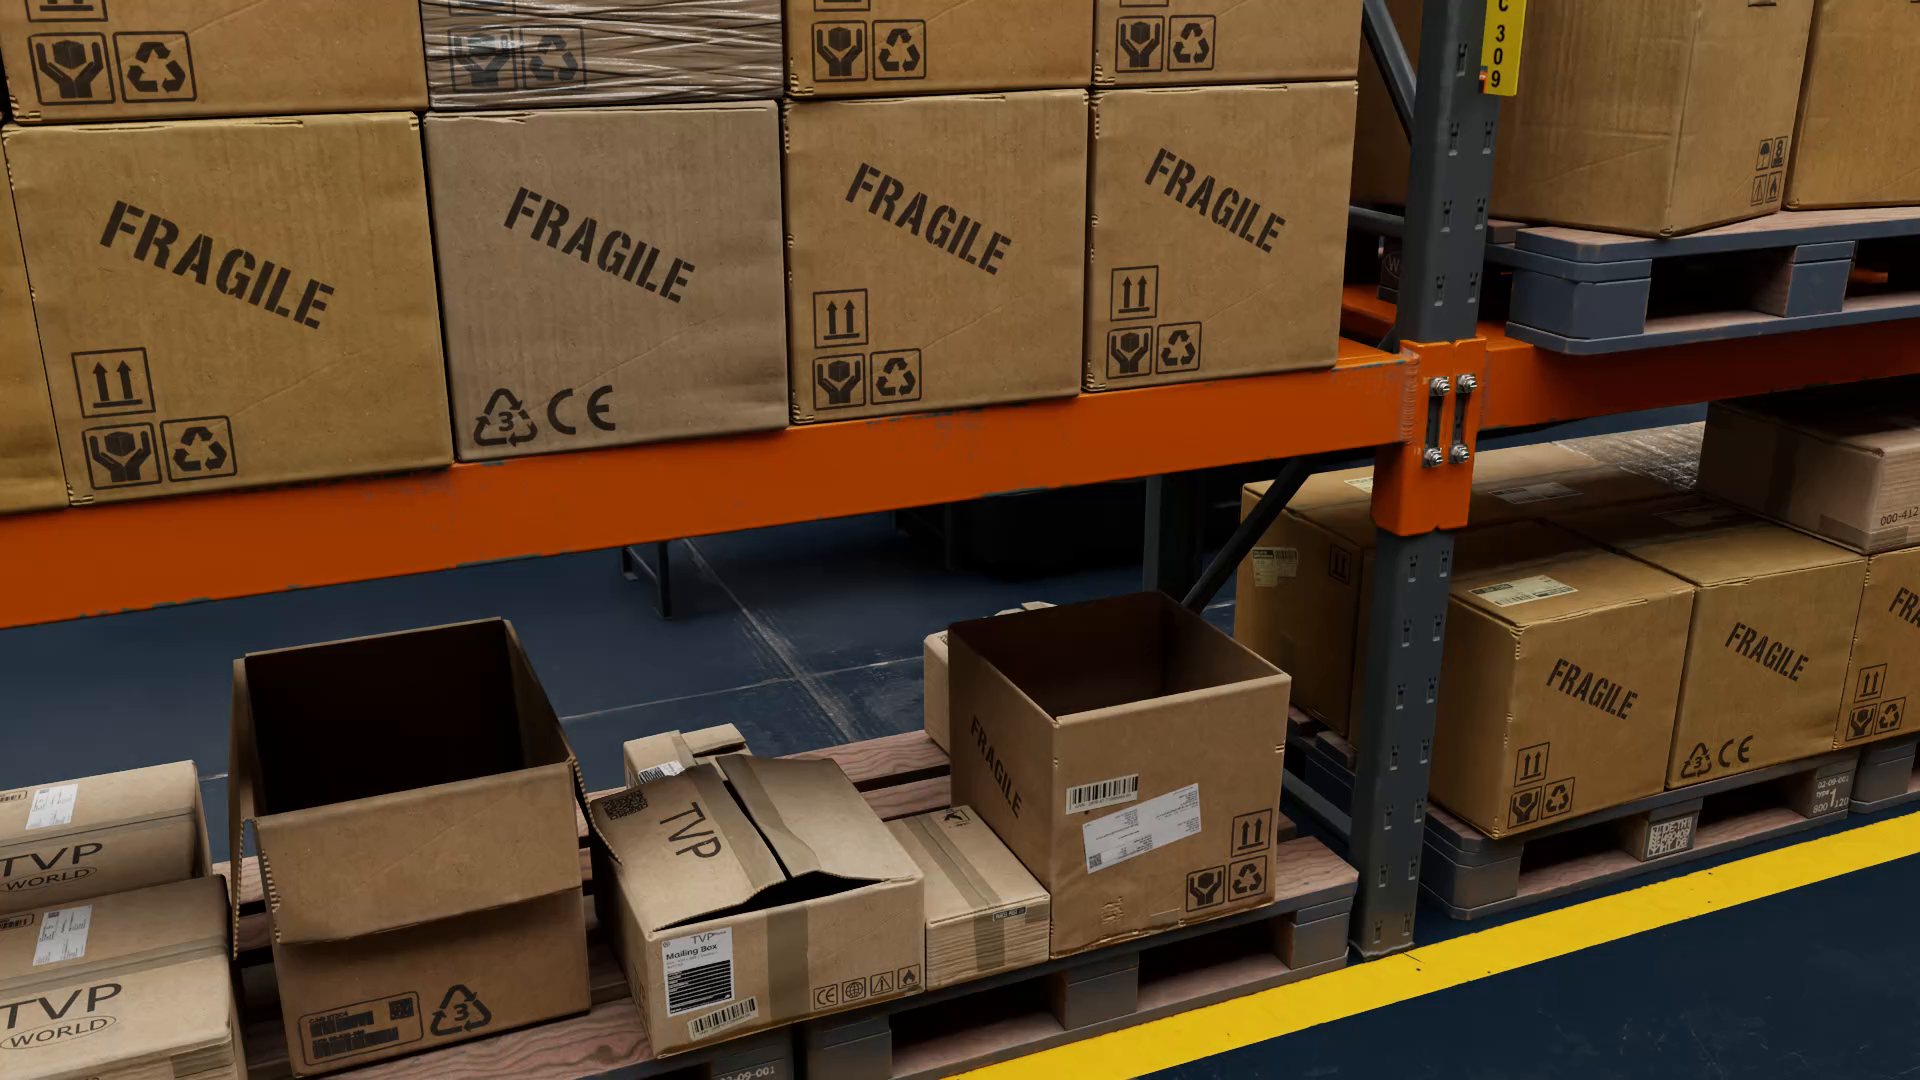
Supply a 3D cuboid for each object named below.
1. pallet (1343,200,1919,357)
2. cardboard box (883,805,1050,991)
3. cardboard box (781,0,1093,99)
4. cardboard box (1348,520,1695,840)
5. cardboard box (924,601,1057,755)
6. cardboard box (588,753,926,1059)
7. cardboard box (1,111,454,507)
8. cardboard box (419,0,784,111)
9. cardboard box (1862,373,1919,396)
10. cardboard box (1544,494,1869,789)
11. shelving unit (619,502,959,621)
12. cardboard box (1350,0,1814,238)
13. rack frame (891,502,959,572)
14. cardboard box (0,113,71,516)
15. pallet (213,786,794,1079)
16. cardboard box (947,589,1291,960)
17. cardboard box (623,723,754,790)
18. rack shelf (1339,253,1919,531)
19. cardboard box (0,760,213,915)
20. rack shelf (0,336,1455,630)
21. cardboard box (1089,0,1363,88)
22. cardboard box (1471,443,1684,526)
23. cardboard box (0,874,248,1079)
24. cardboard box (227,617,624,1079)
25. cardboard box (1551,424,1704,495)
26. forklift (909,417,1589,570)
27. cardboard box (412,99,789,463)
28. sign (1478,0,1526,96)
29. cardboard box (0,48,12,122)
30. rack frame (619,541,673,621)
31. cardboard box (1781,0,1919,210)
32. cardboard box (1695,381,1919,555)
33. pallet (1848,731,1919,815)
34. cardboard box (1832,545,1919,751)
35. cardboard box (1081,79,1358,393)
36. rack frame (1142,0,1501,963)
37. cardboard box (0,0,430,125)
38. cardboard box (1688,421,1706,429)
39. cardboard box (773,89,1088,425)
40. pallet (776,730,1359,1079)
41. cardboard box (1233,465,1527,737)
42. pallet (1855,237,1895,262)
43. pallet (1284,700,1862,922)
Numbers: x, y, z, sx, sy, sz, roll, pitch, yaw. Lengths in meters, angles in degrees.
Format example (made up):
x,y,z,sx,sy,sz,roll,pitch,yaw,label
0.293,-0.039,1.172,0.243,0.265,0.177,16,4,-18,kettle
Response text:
x,y,z,sx,sy,sz,roll,pitch,yaw,label
1.488,-0.668,3.691,1.213,0.211,1.003,-8,21,-22,pallet
-0.020,0.680,3.205,0.250,0.149,0.380,-8,21,-22,cardboard box
-0.120,-0.991,2.665,0.500,0.500,0.500,-9,21,-23,cardboard box
1.252,0.296,3.767,0.500,0.500,0.500,-9,21,-24,cardboard box
0.240,0.364,3.859,0.500,0.311,0.500,-8,21,-22,cardboard box
-0.388,0.635,3.090,0.500,0.311,0.500,-8,21,-22,cardboard box
-1.057,-0.385,2.449,0.500,0.500,0.500,-8,21,-21,cardboard box
-0.583,-0.925,2.477,0.500,0.500,0.500,-8,21,-21,cardboard box
2.630,-0.256,4.204,0.500,0.250,0.500,-9,21,-23,cardboard box
1.737,0.222,3.975,0.500,0.500,0.500,-8,21,-21,cardboard box
-0.585,-0.600,5.467,1.048,1.500,0.538,-9,21,-25,shelving unit
1.235,-0.926,3.352,0.500,0.500,0.700,-17,26,-40,cardboard box
-0.129,-0.674,5.679,0.032,1.500,0.500,-9,21,-25,rack frame
-1.516,-0.320,2.264,0.500,0.500,0.500,-8,21,-22,cardboard box
-1.042,0.881,3.203,1.213,0.211,1.003,-8,21,-22,pallet
0.300,0.447,3.338,0.500,0.500,0.500,-8,21,-22,cardboard box
-0.550,0.549,3.551,0.250,0.166,0.380,-8,21,-22,cardboard box
2.547,-0.610,4.322,4.000,0.370,1.077,-8,21,-22,rack shelf
-1.676,0.667,3.089,0.500,0.250,0.500,-8,21,-22,cardboard box
-1.125,-0.084,2.827,4.000,0.370,1.077,-8,21,-22,rack shelf
0.349,-1.060,2.859,0.500,0.500,0.500,-8,21,-22,cardboard box
1.508,0.070,4.407,0.500,0.500,0.500,-8,21,-22,cardboard box
-1.432,0.813,2.675,0.500,0.250,0.500,-8,21,-22,cardboard box
-1.012,0.532,3.090,0.637,0.503,0.797,-8,21,-22,cardboard box
1.969,0.005,4.594,0.500,0.500,0.500,-8,21,-21,cardboard box
1.221,-1.601,6.155,3.031,2.935,1.130,-9,21,-25,forklift
-0.590,-0.453,2.641,0.500,0.500,0.500,-8,21,-21,cardboard box
0.933,-0.930,2.844,0.005,0.325,0.100,-8,21,-22,sign
-1.512,-0.792,2.100,0.500,0.500,0.500,-8,21,-21,cardboard box
-1.041,-0.525,5.255,0.032,1.500,0.500,-9,21,-25,rack frame
1.841,-1.035,3.664,0.500,0.500,0.700,-5,20,-13,cardboard box
2.170,-0.189,4.016,0.500,0.250,0.500,-8,21,-22,cardboard box
2.565,0.349,4.714,1.213,0.211,1.003,-8,21,-22,pallet
2.199,0.159,4.156,0.500,0.500,0.500,-8,21,-21,cardboard box
0.354,-0.589,3.029,0.500,0.500,0.500,-8,21,-21,cardboard box
0.711,-0.686,3.455,0.127,3.000,1.000,-8,21,-22,rack frame
-1.045,-0.859,2.290,0.500,0.500,0.500,-8,21,-22,cardboard box
2.435,-0.063,4.786,0.500,0.500,0.500,-9,21,-24,cardboard box
-0.119,-0.521,2.835,0.500,0.500,0.500,-8,21,-20,cardboard box
0.080,0.719,3.662,1.213,0.211,1.003,-8,21,-22,pallet
1.051,0.133,4.229,0.500,0.500,0.500,-8,21,-22,cardboard box
2.600,-0.865,4.251,1.213,0.211,1.003,-8,21,-22,pallet
1.443,0.510,4.255,1.213,0.211,1.003,-8,21,-22,pallet
